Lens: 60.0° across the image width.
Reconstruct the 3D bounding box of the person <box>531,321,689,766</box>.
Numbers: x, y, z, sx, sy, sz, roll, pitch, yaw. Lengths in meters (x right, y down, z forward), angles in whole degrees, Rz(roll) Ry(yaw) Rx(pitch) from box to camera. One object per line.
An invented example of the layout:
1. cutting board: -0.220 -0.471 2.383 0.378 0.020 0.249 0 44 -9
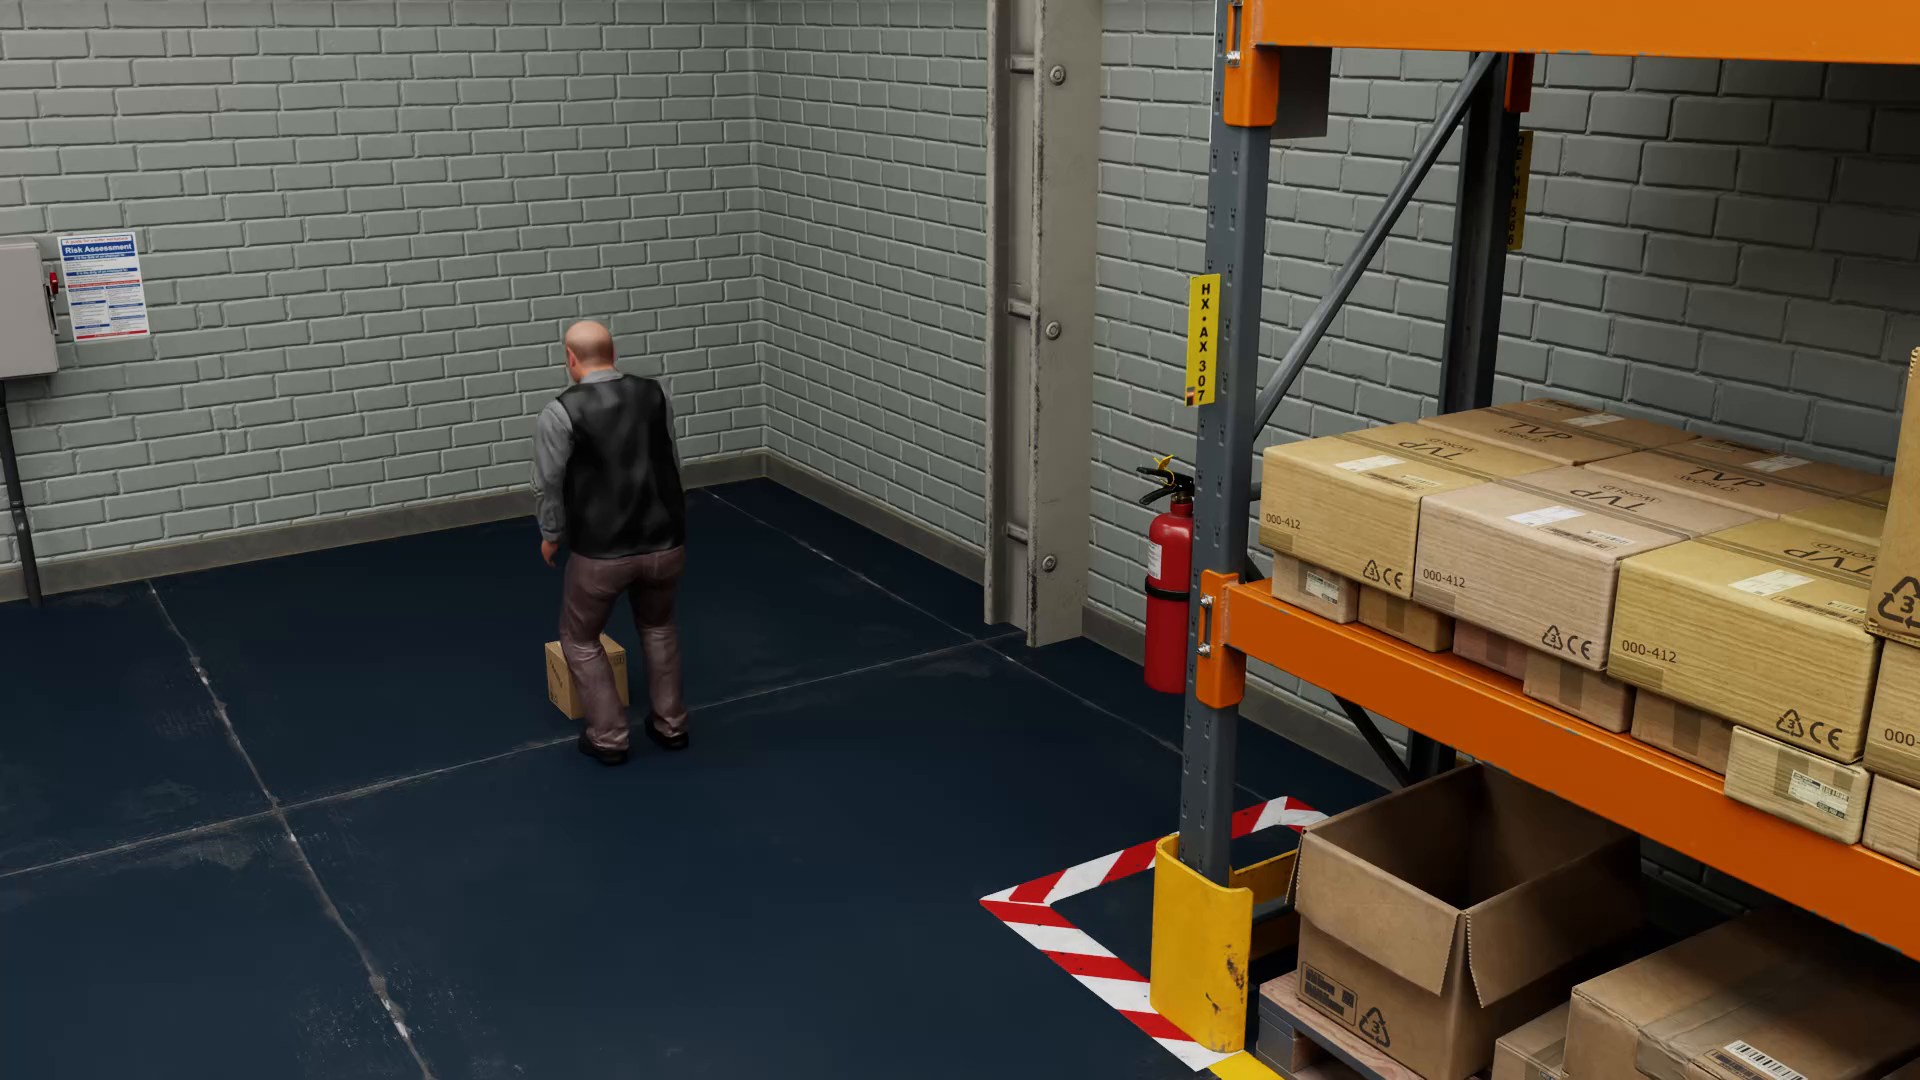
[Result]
1. person: -1.278 0.089 6.179 0.567 1.512 0.464 -11 21 -30
